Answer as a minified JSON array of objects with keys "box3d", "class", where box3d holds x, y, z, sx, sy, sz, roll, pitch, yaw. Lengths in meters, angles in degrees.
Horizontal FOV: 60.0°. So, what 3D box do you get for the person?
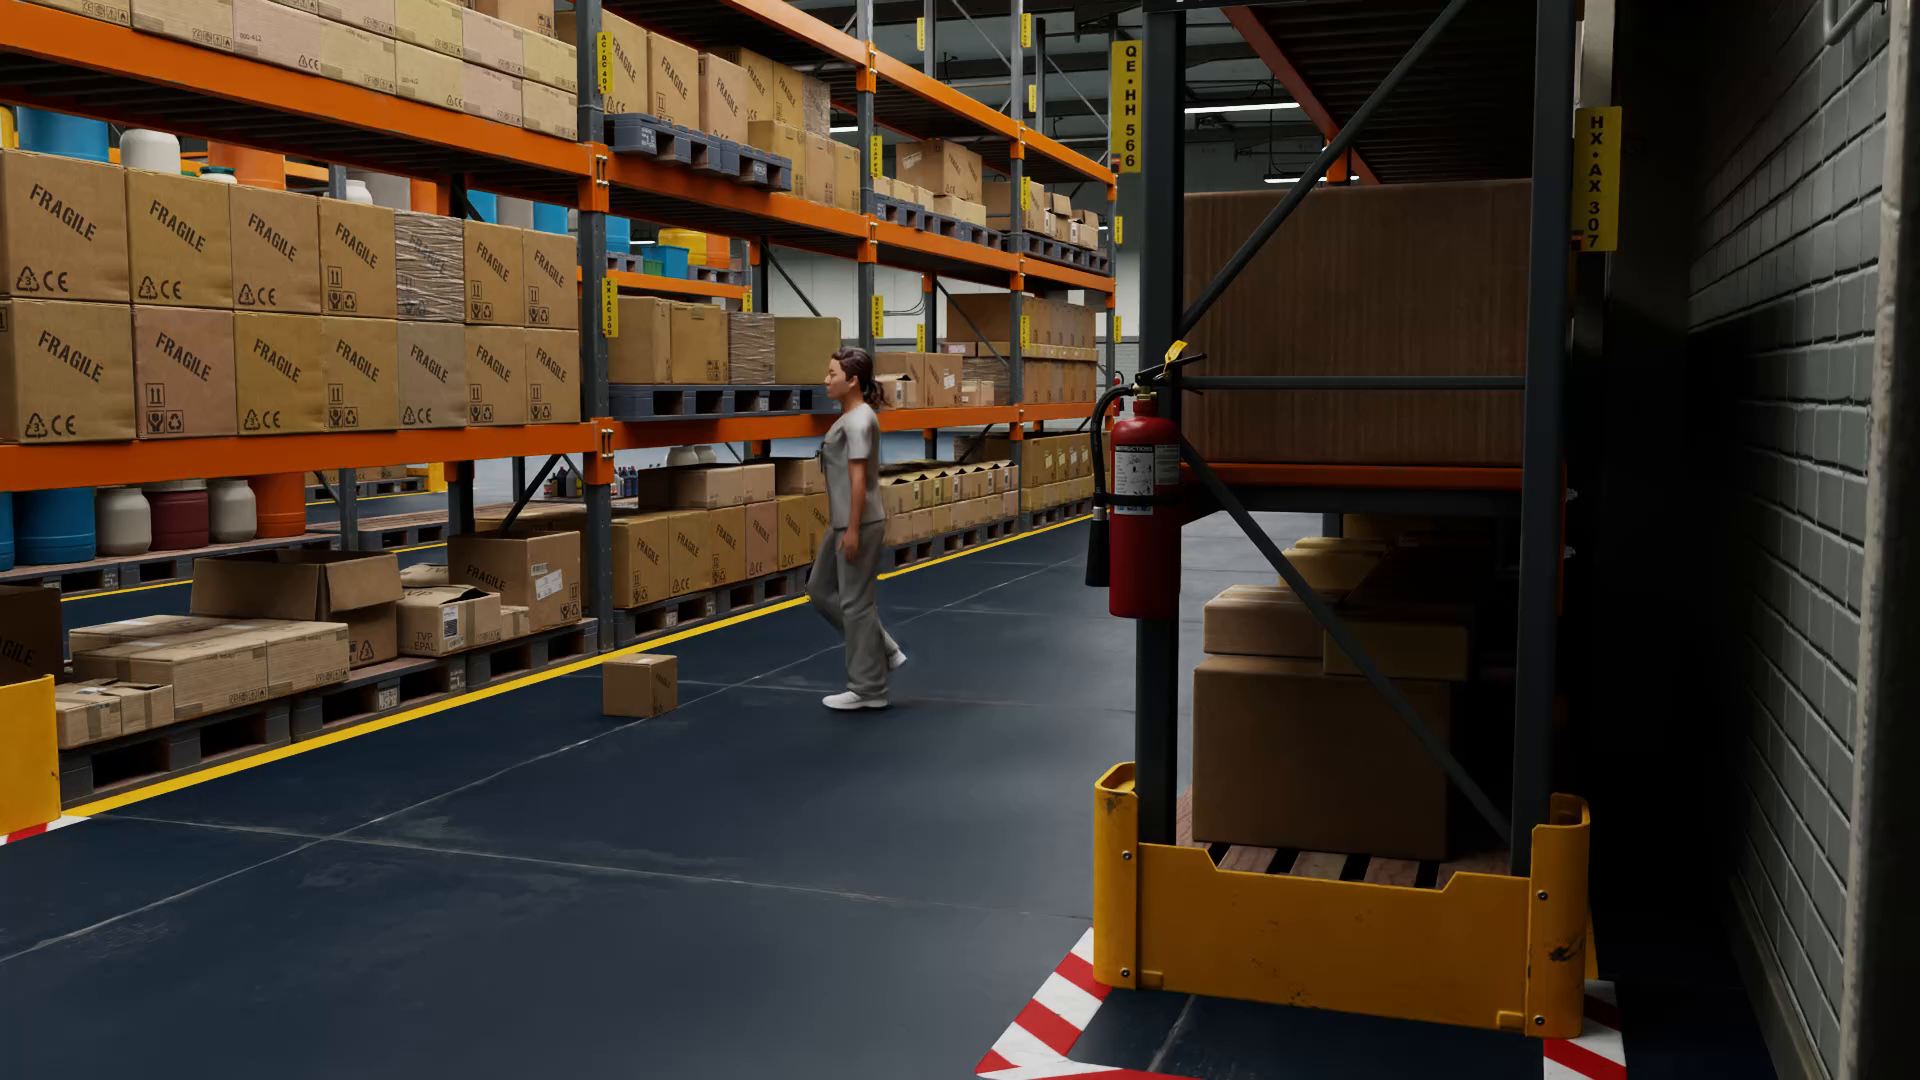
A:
[{"box3d":[-0.473,-0.050,7.691,0.466,1.669,0.498,-1,5,-6],"class":"person"}]
